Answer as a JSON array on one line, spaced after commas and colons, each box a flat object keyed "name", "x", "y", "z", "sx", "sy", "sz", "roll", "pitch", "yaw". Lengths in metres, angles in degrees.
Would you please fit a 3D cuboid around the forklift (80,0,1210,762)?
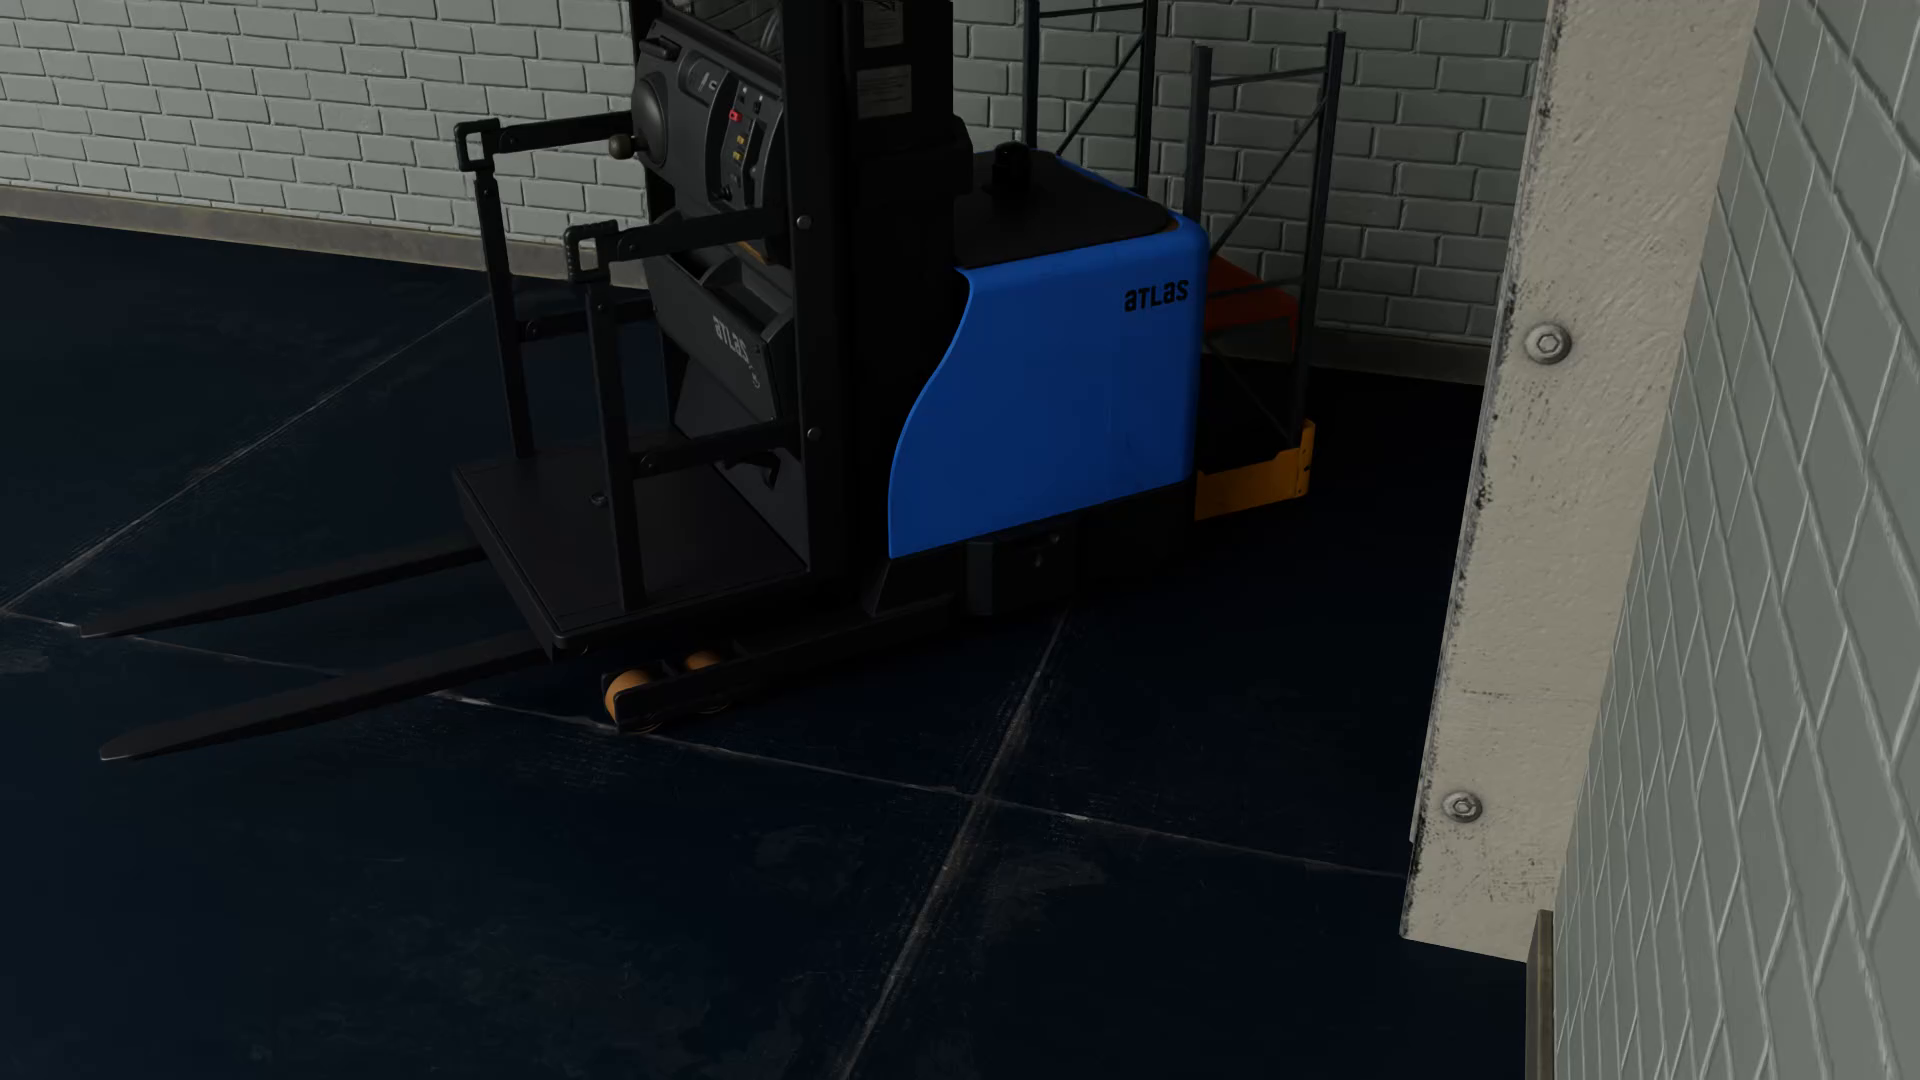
[{"name": "forklift", "x": -0.830, "y": -1.068, "z": 4.155, "sx": 3.031, "sy": 2.935, "sz": 1.130, "roll": -15, "pitch": 32, "yaw": -25}]

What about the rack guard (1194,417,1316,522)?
[{"name": "rack guard", "x": 0.883, "y": -0.219, "z": 5.387, "sx": 0.587, "sy": 0.250, "sz": 0.087, "roll": -13, "pitch": 32, "yaw": -22}]

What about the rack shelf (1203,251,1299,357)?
[{"name": "rack shelf", "x": 0.663, "y": -0.830, "z": 5.570, "sx": 0.538, "sy": 0.185, "sz": 1.000, "roll": -13, "pitch": 32, "yaw": -22}]

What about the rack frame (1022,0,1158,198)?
[{"name": "rack frame", "x": 0.442, "y": -1.210, "z": 5.882, "sx": 0.500, "sy": 1.500, "sz": 0.032, "roll": -13, "pitch": 32, "yaw": -22}]

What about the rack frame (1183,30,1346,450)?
[{"name": "rack frame", "x": 0.883, "y": -0.765, "z": 5.082, "sx": 0.500, "sy": 1.500, "sz": 0.032, "roll": -13, "pitch": 32, "yaw": -22}]

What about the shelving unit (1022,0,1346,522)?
[{"name": "shelving unit", "x": 0.667, "y": -0.983, "z": 5.475, "sx": 0.587, "sy": 1.500, "sz": 1.083, "roll": -13, "pitch": 32, "yaw": -22}]

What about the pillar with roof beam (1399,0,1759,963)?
[{"name": "pillar with roof beam", "x": -2.940, "y": -3.740, "z": 2.717, "sx": 9.100, "sy": 9.000, "sz": 0.400, "roll": 8, "pitch": 30, "yaw": 15}]
